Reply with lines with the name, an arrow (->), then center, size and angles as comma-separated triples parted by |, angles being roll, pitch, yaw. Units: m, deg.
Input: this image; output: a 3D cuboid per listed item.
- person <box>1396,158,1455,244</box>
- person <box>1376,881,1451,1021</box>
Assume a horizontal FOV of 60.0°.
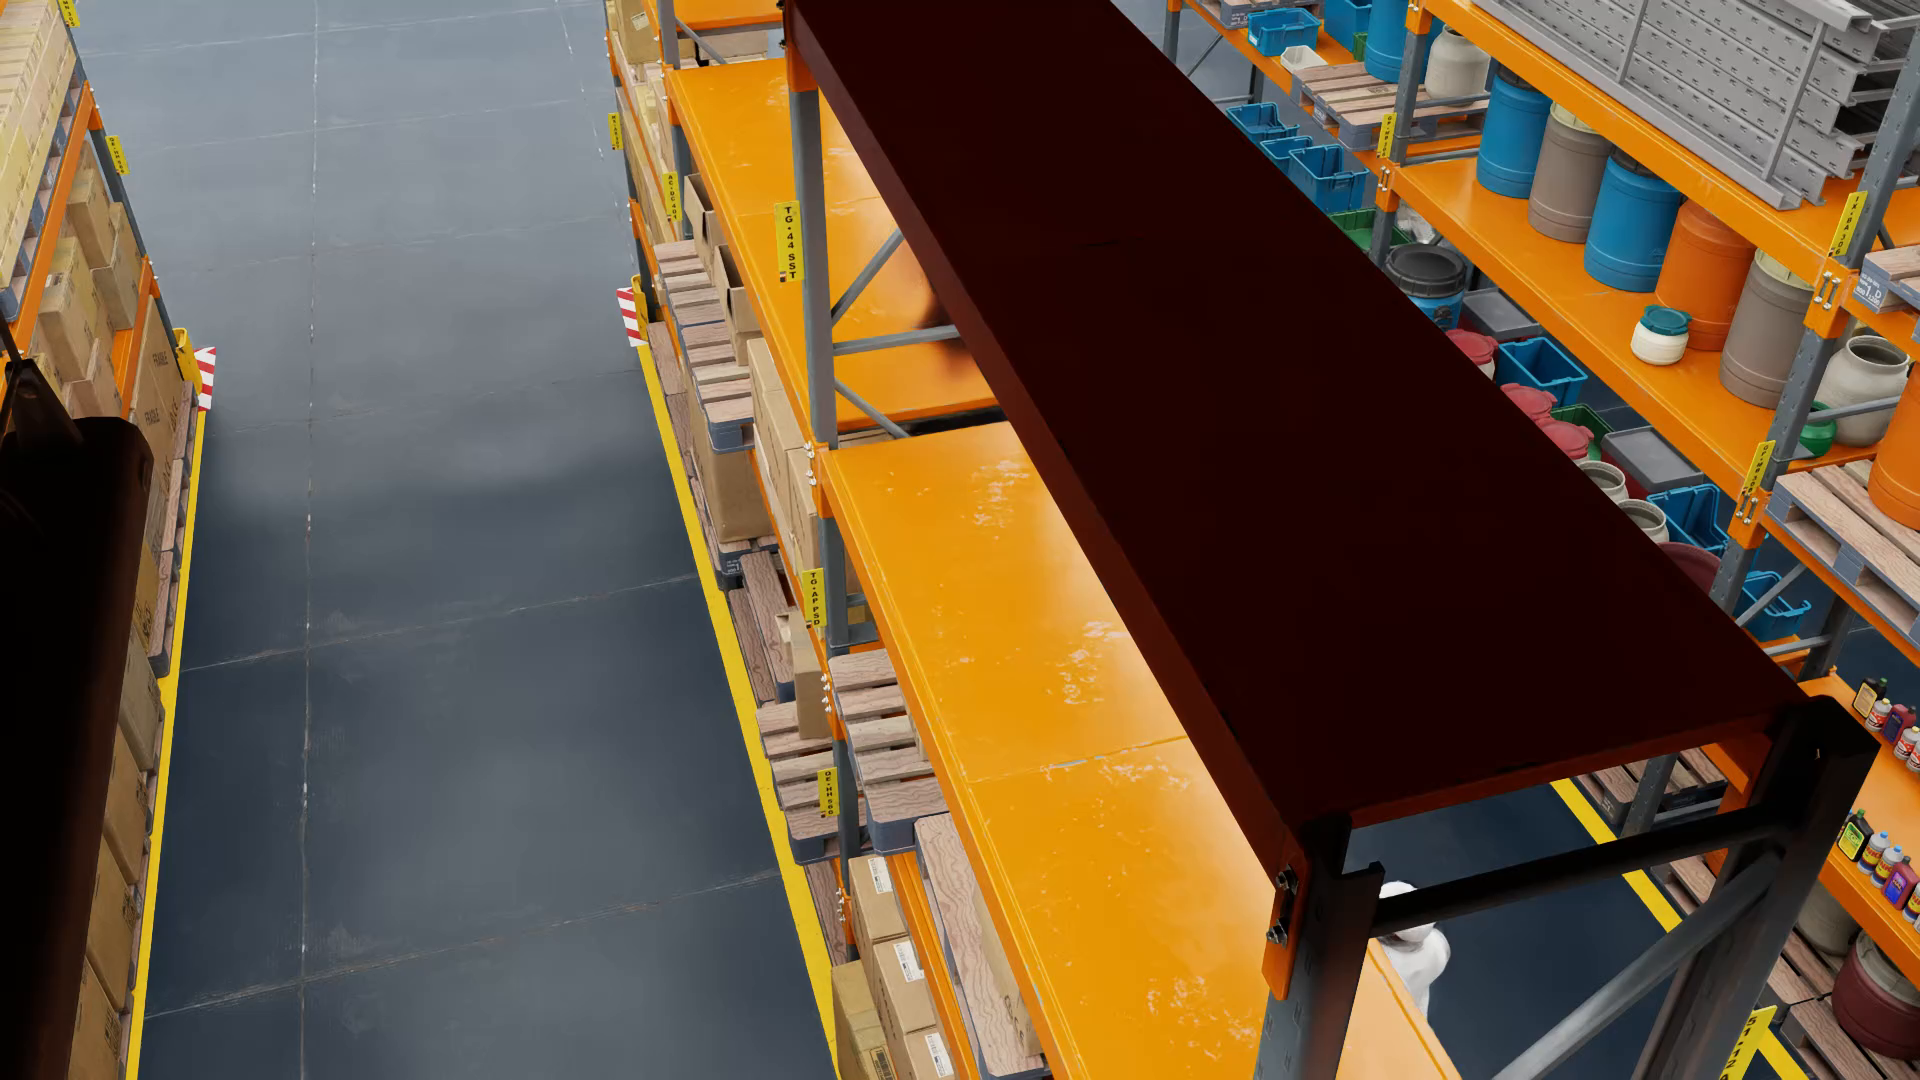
person -> 4.400, -3.381, 15.686 | 0.702, 1.844, 0.774 | 28, 46, 31
person -> 2.013, 2.329, 8.053 | 0.613, 1.872, 0.797 | -9, 39, -11
